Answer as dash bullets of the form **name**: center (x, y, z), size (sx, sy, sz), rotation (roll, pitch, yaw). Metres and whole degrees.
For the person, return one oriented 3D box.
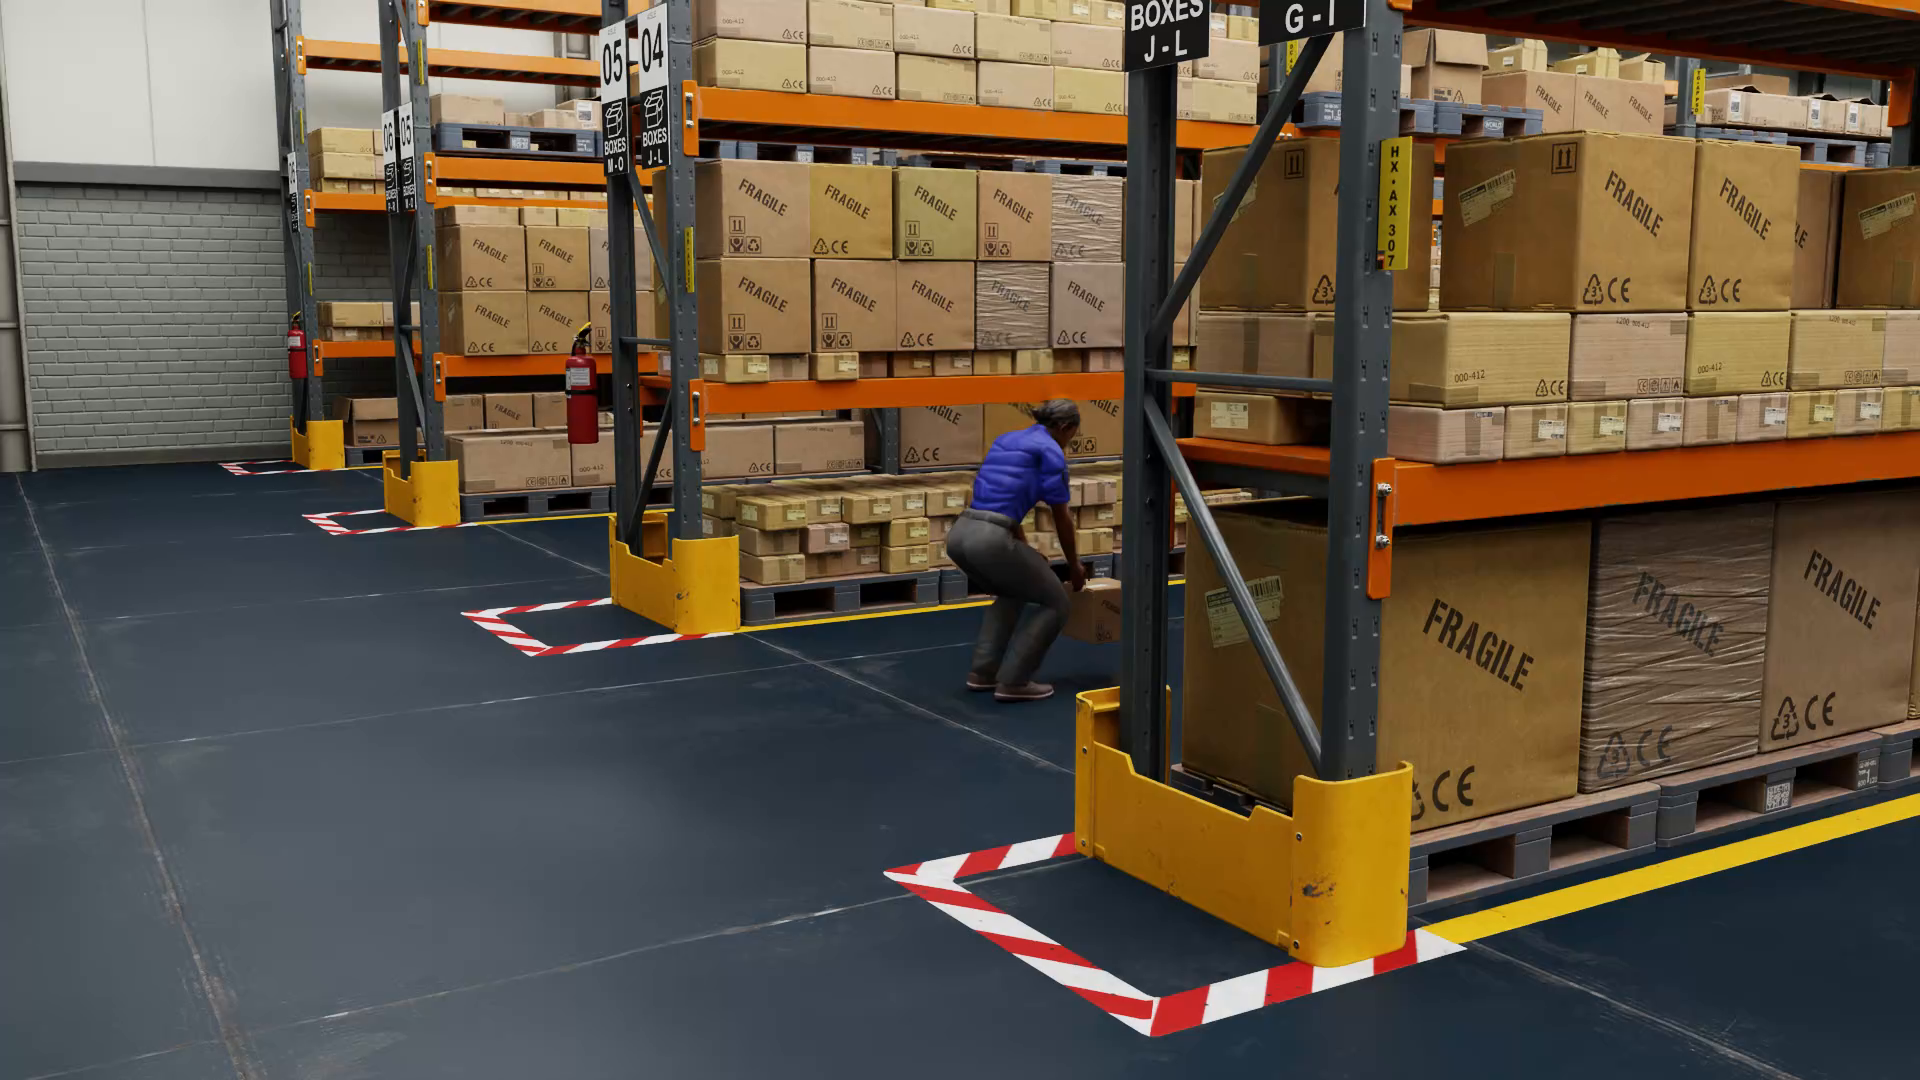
- **person**: center (0.247, 0.031, 7.383), size (0.668, 1.308, 0.498), rotation (-5, 10, -31)
